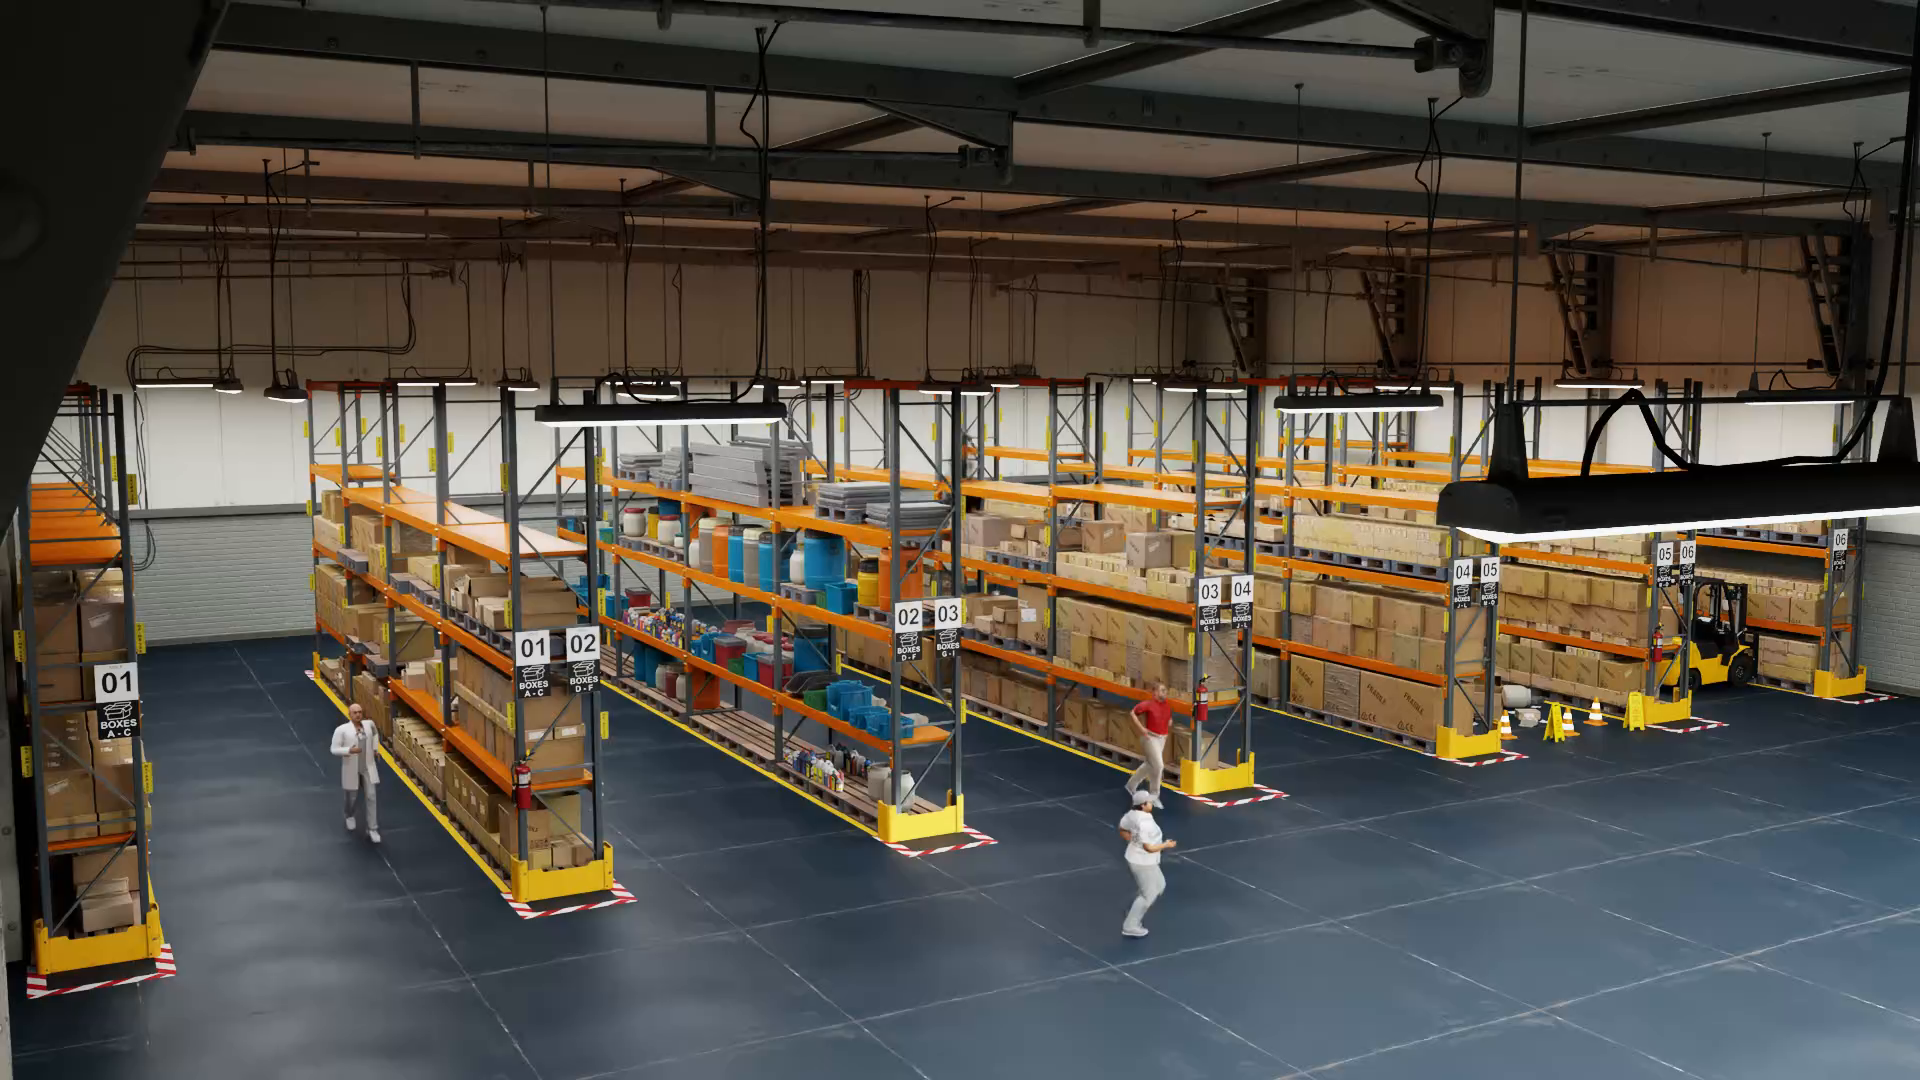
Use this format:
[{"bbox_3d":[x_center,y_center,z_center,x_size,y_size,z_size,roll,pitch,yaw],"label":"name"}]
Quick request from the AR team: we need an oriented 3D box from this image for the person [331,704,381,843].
[{"bbox_3d":[-8.005,3.063,22.130,0.701,1.784,1.034,-4,8,-36],"label":"person"}]

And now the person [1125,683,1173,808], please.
[{"bbox_3d":[2.786,2.949,24.084,0.765,1.786,0.648,5,8,40],"label":"person"}]

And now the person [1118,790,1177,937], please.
[{"bbox_3d":[2.075,3.566,18.370,0.596,1.652,0.589,-1,6,-8],"label":"person"}]

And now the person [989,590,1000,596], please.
[{"bbox_3d":[0.715,1.856,34.256,0.588,1.669,0.841,-4,7,-33],"label":"person"}]
